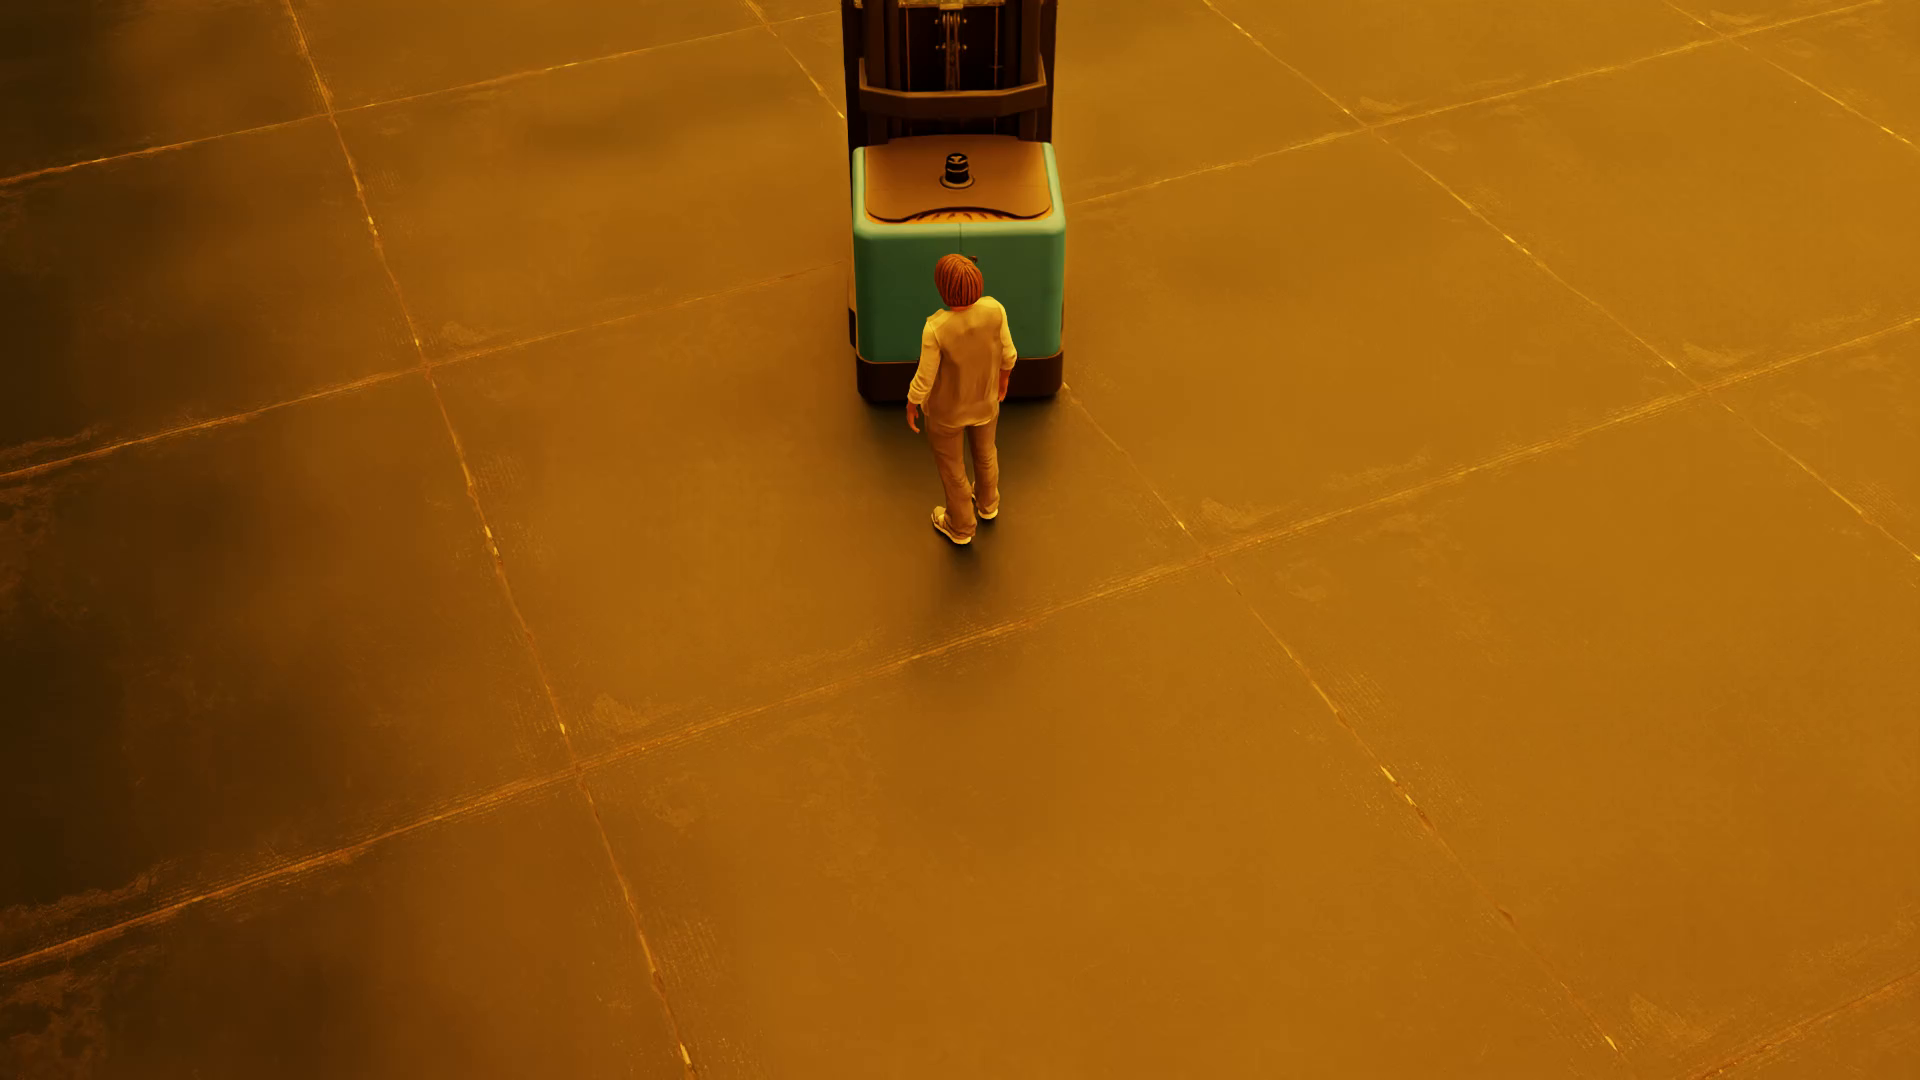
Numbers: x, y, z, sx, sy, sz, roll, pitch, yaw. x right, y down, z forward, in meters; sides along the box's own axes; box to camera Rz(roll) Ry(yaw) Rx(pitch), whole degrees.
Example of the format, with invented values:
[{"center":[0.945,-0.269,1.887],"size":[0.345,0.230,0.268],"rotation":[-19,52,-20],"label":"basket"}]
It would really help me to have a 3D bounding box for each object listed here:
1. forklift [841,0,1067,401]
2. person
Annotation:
[{"center":[-0.068,-2.773,8.651],"size":[1.130,2.935,3.031],"rotation":[-2,43,-2],"label":"forklift"},{"center":[-0.018,-0.639,7.332],"size":[0.521,1.596,0.475],"rotation":[-18,46,-18],"label":"person"}]
